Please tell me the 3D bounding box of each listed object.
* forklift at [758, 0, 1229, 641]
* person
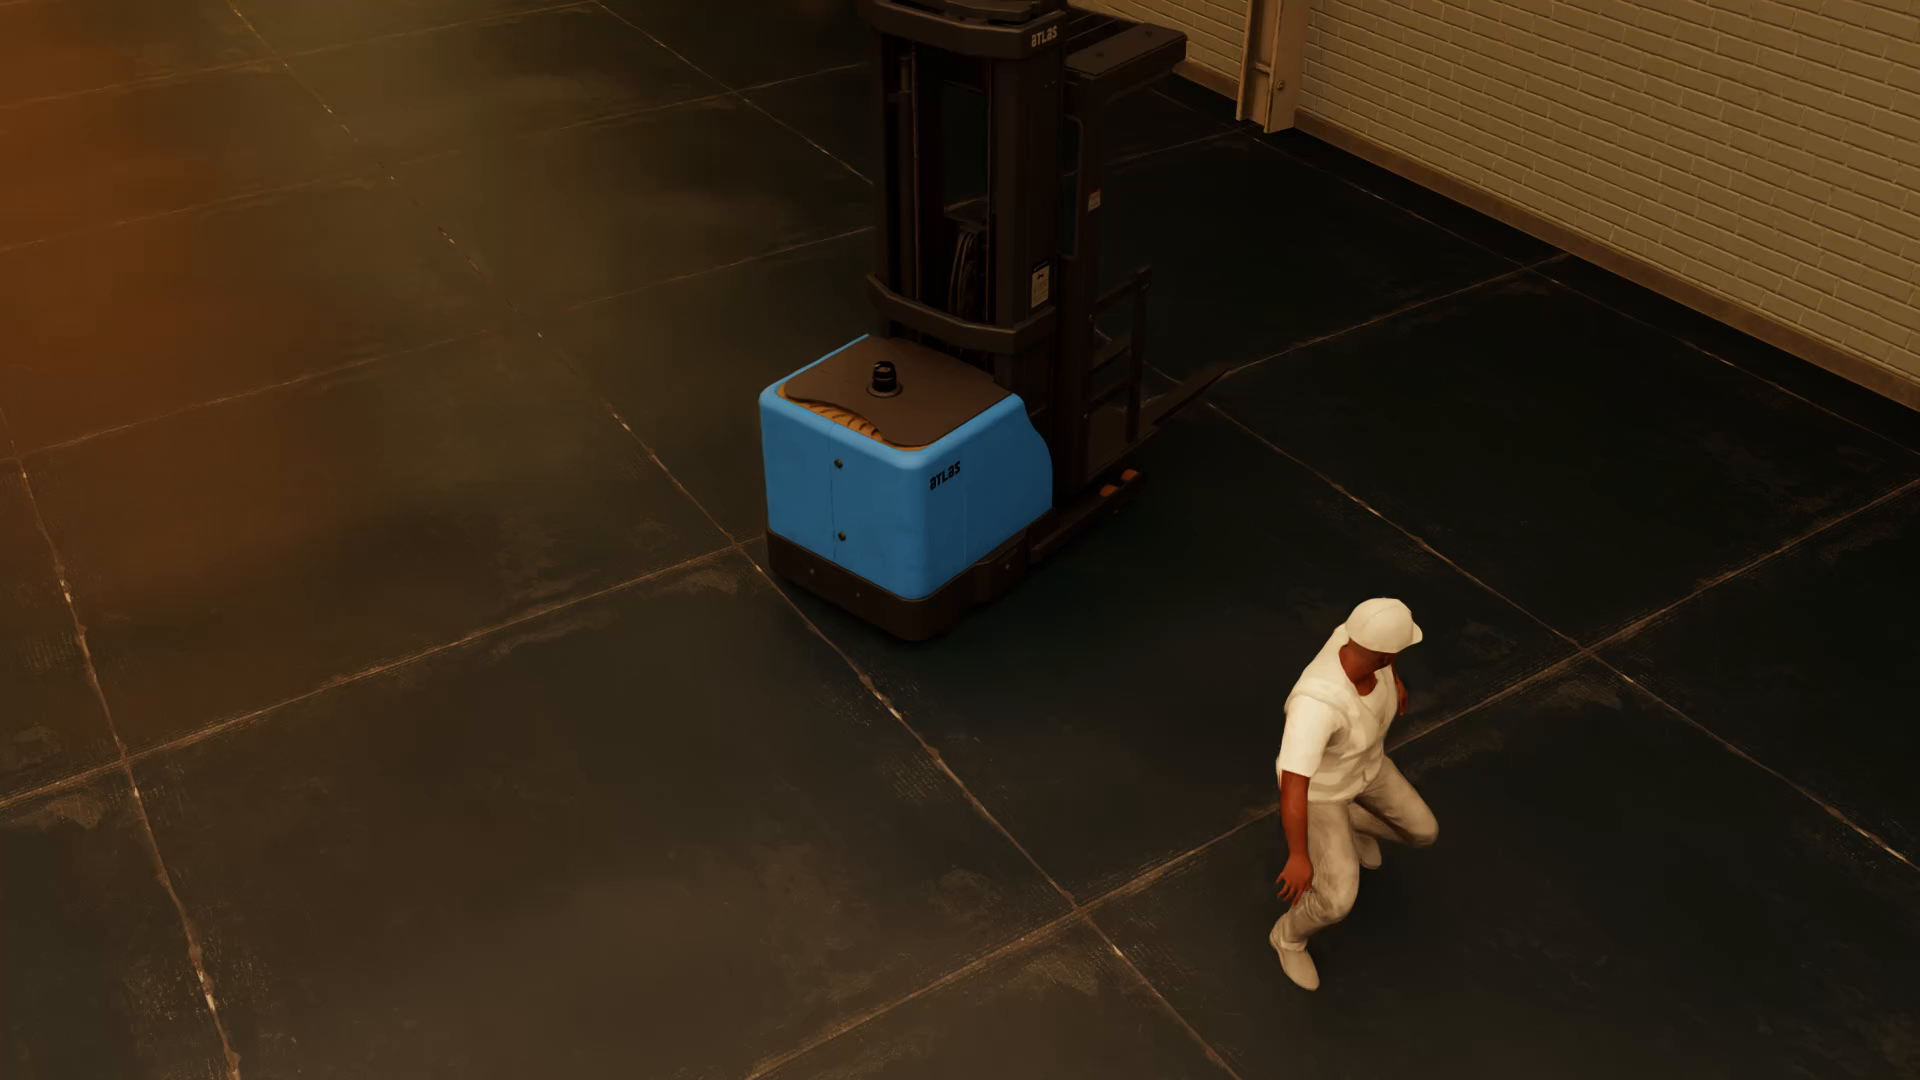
[{"bbox_3d":[0.359,-1.496,8.276,1.130,2.935,3.031,25,42,31],"label":"forklift"},{"bbox_3d":[1.408,0.867,6.071,1.039,1.647,0.524,-27,43,-33],"label":"person"}]
